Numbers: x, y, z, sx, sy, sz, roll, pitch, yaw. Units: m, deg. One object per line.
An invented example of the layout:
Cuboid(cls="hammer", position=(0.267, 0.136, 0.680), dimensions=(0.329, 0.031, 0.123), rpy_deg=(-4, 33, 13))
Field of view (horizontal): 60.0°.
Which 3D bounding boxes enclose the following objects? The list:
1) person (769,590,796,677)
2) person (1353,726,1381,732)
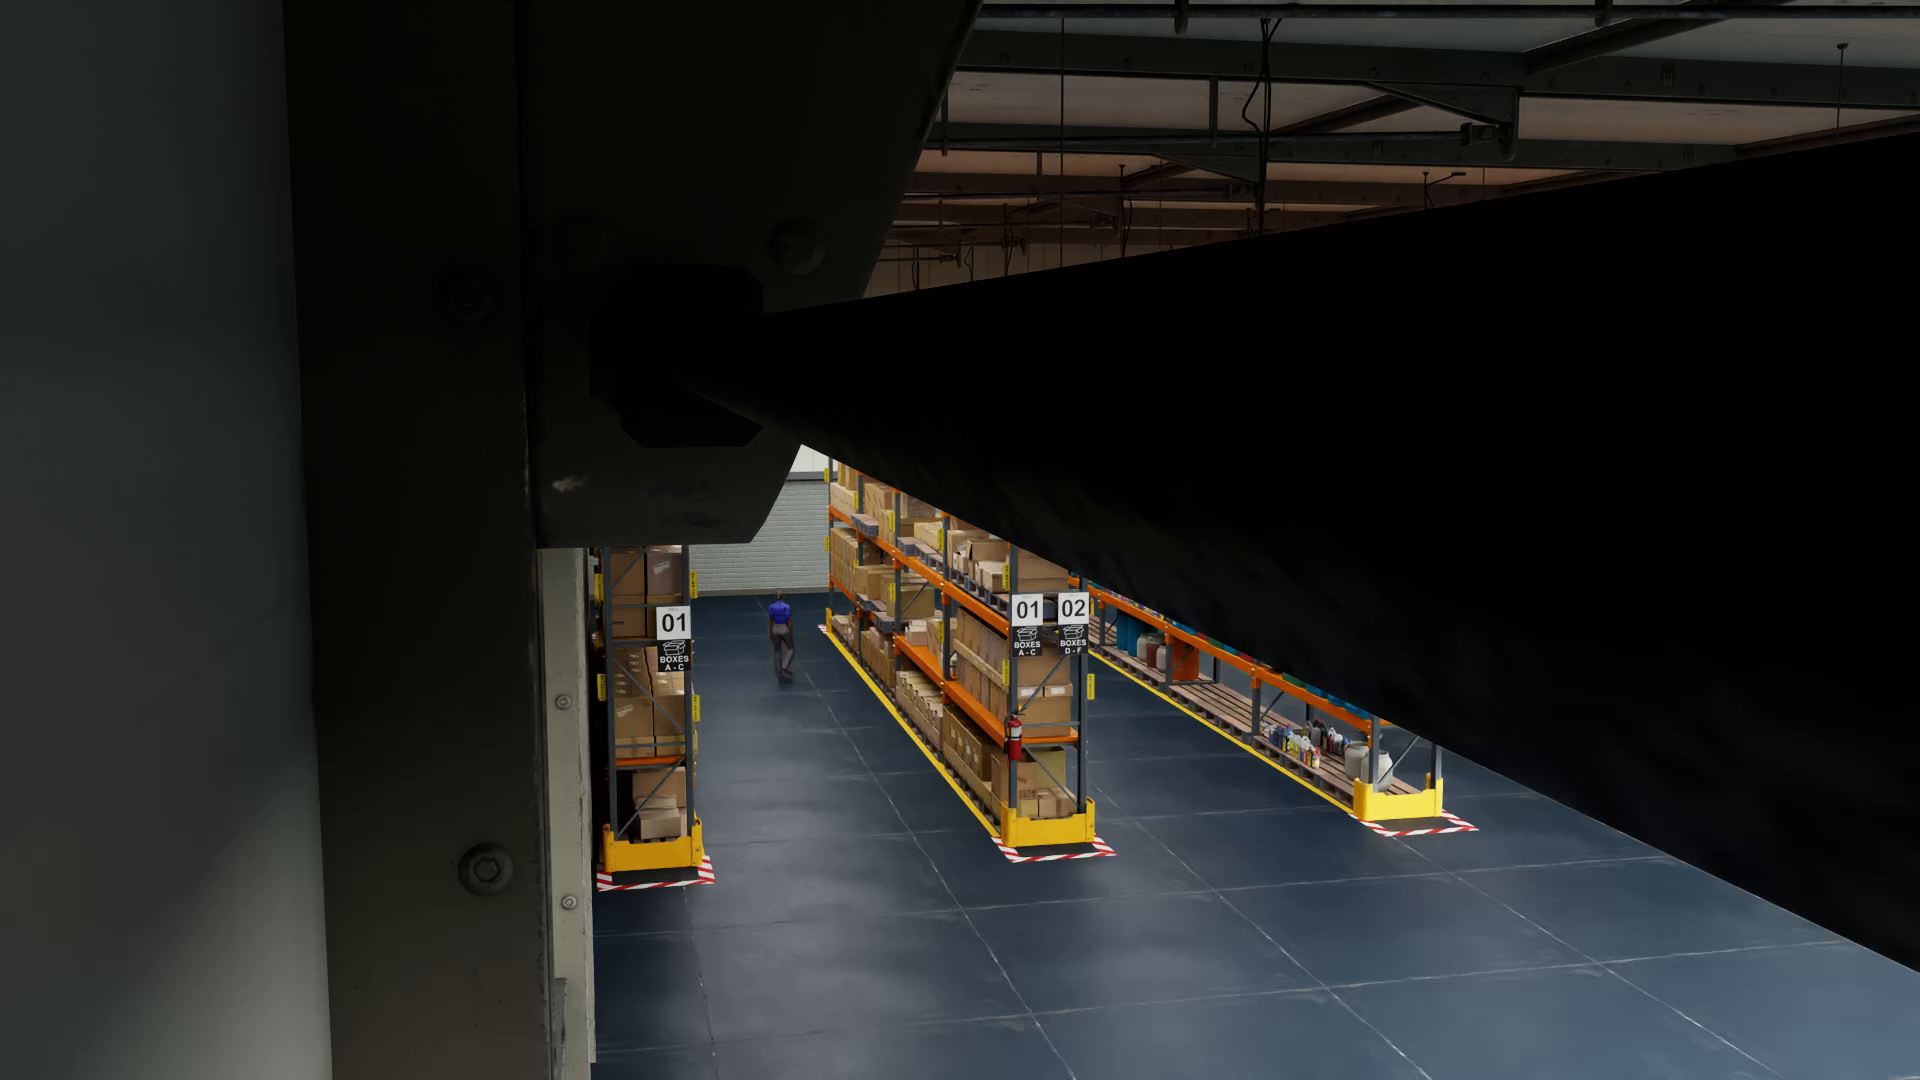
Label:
Cuboid(cls="person", position=(-3.392, 1.774, 31.507), dimensions=(0.492, 1.658, 0.460), rpy_deg=(2, 7, 16))
Cuboid(cls="person", position=(6.577, 2.302, 27.036), dimensions=(0.512, 1.674, 0.509), rpy_deg=(-1, 7, -6))
